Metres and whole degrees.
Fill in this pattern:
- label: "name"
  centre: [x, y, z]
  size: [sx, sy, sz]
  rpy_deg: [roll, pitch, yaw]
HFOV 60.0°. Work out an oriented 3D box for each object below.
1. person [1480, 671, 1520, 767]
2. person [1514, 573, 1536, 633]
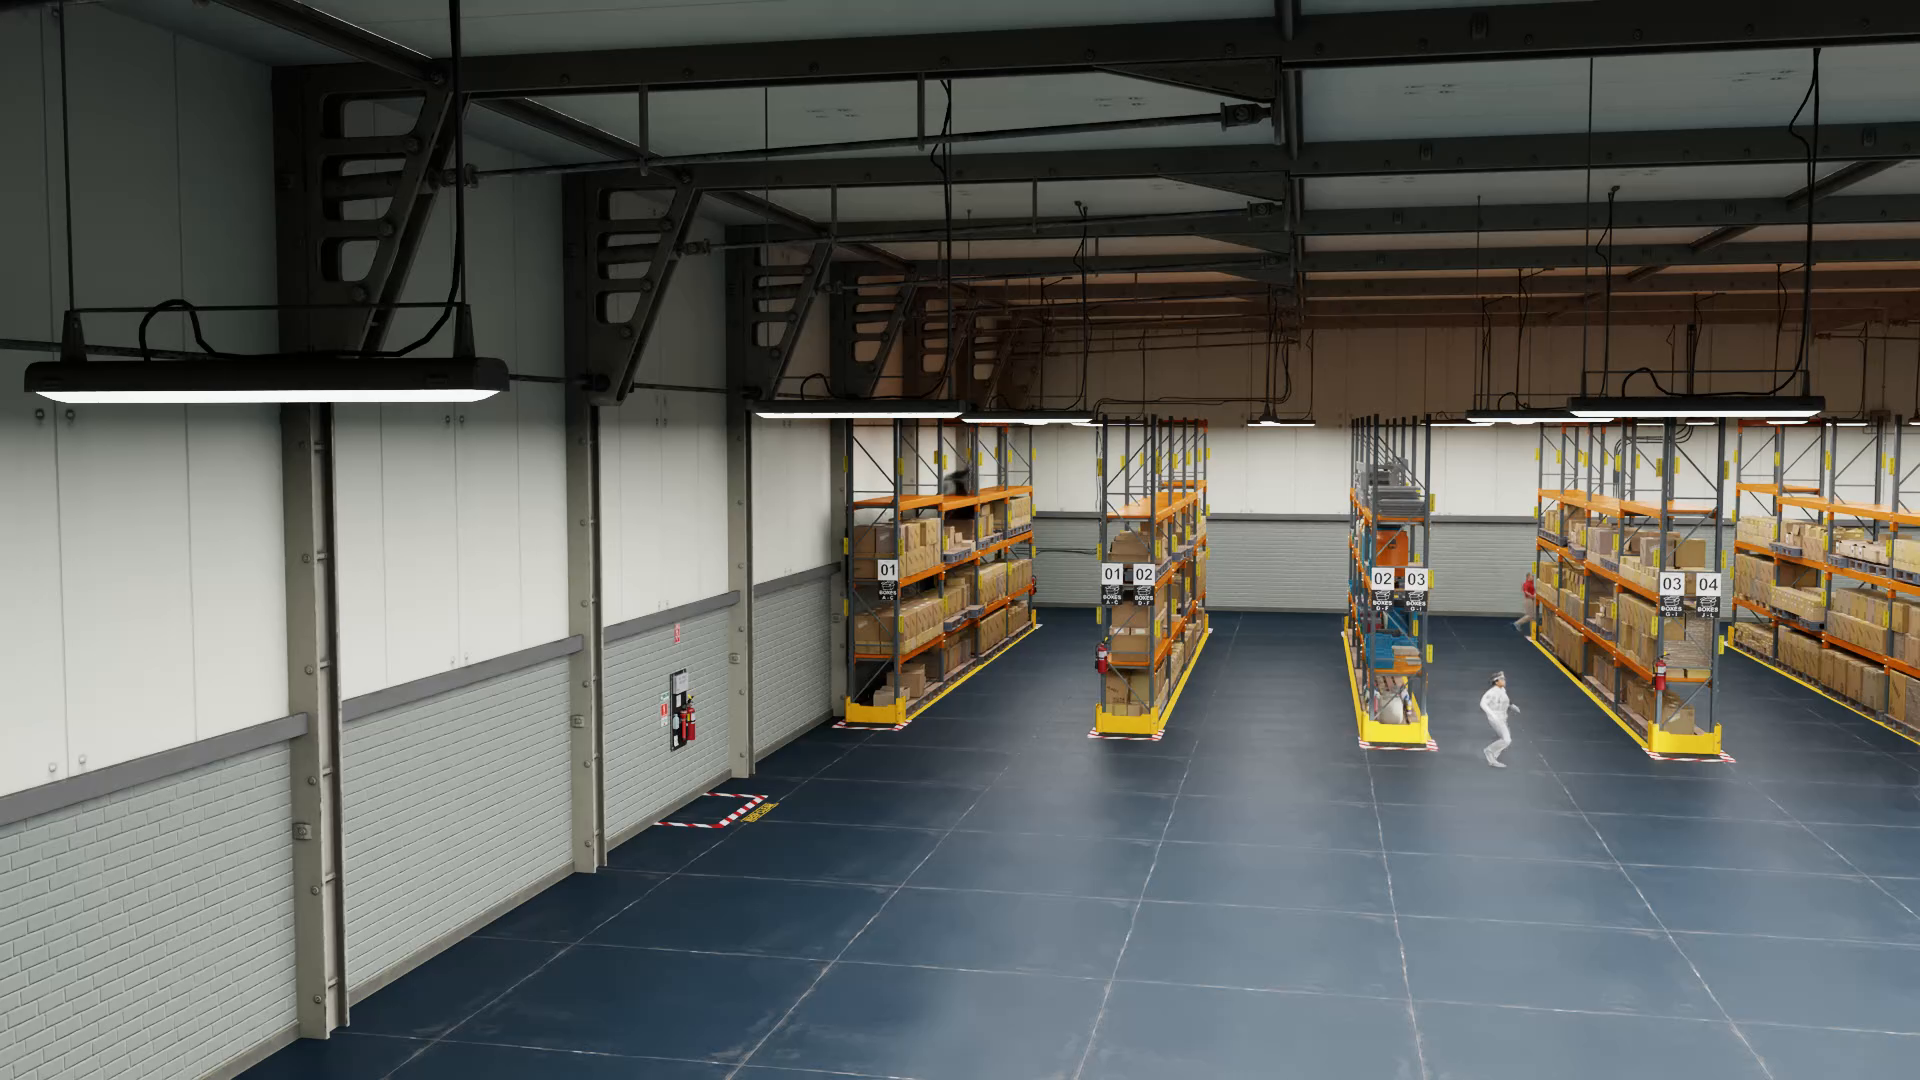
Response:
- label: "person"
  centre: [9.126, 3.034, 28.079]
  size: [0.566, 1.652, 0.668]
  rpy_deg: [3, 5, 40]
- label: "person"
  centre: [15.940, 1.767, 46.632]
  size: [0.757, 1.708, 0.690]
  rpy_deg: [2, 4, 24]
